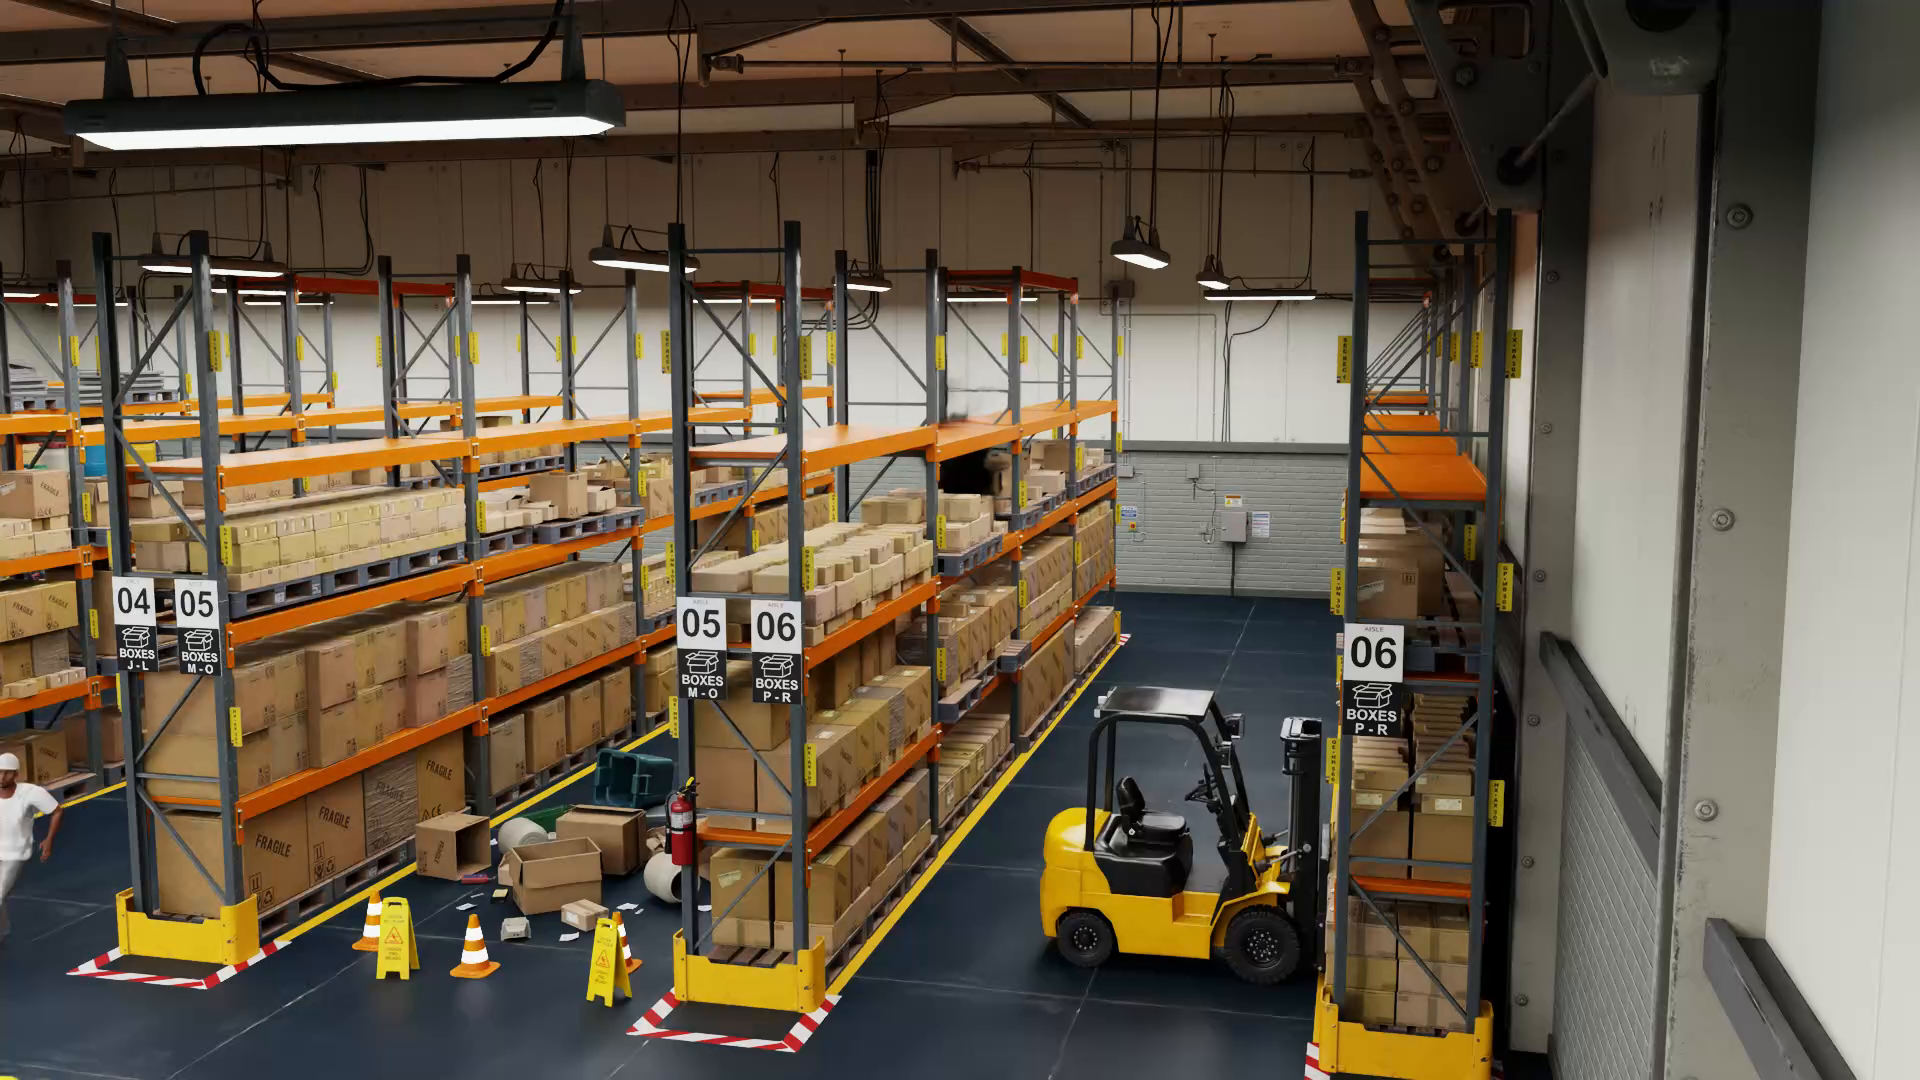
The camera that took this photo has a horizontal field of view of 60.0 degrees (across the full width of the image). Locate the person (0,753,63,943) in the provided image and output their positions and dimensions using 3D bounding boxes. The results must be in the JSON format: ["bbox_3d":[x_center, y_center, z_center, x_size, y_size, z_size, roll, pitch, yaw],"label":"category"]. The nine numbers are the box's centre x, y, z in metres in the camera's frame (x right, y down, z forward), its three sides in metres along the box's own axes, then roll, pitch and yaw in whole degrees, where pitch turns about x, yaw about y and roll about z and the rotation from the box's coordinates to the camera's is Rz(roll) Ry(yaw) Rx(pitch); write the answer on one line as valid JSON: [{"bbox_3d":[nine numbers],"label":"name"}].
[{"bbox_3d":[-7.903,2.643,13.761,0.760,1.782,0.737,0,7,-1],"label":"person"}]

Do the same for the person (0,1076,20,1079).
[{"bbox_3d":[-4.383,3.349,7.738,0.700,1.761,0.957,-5,8,-34],"label":"person"}]
